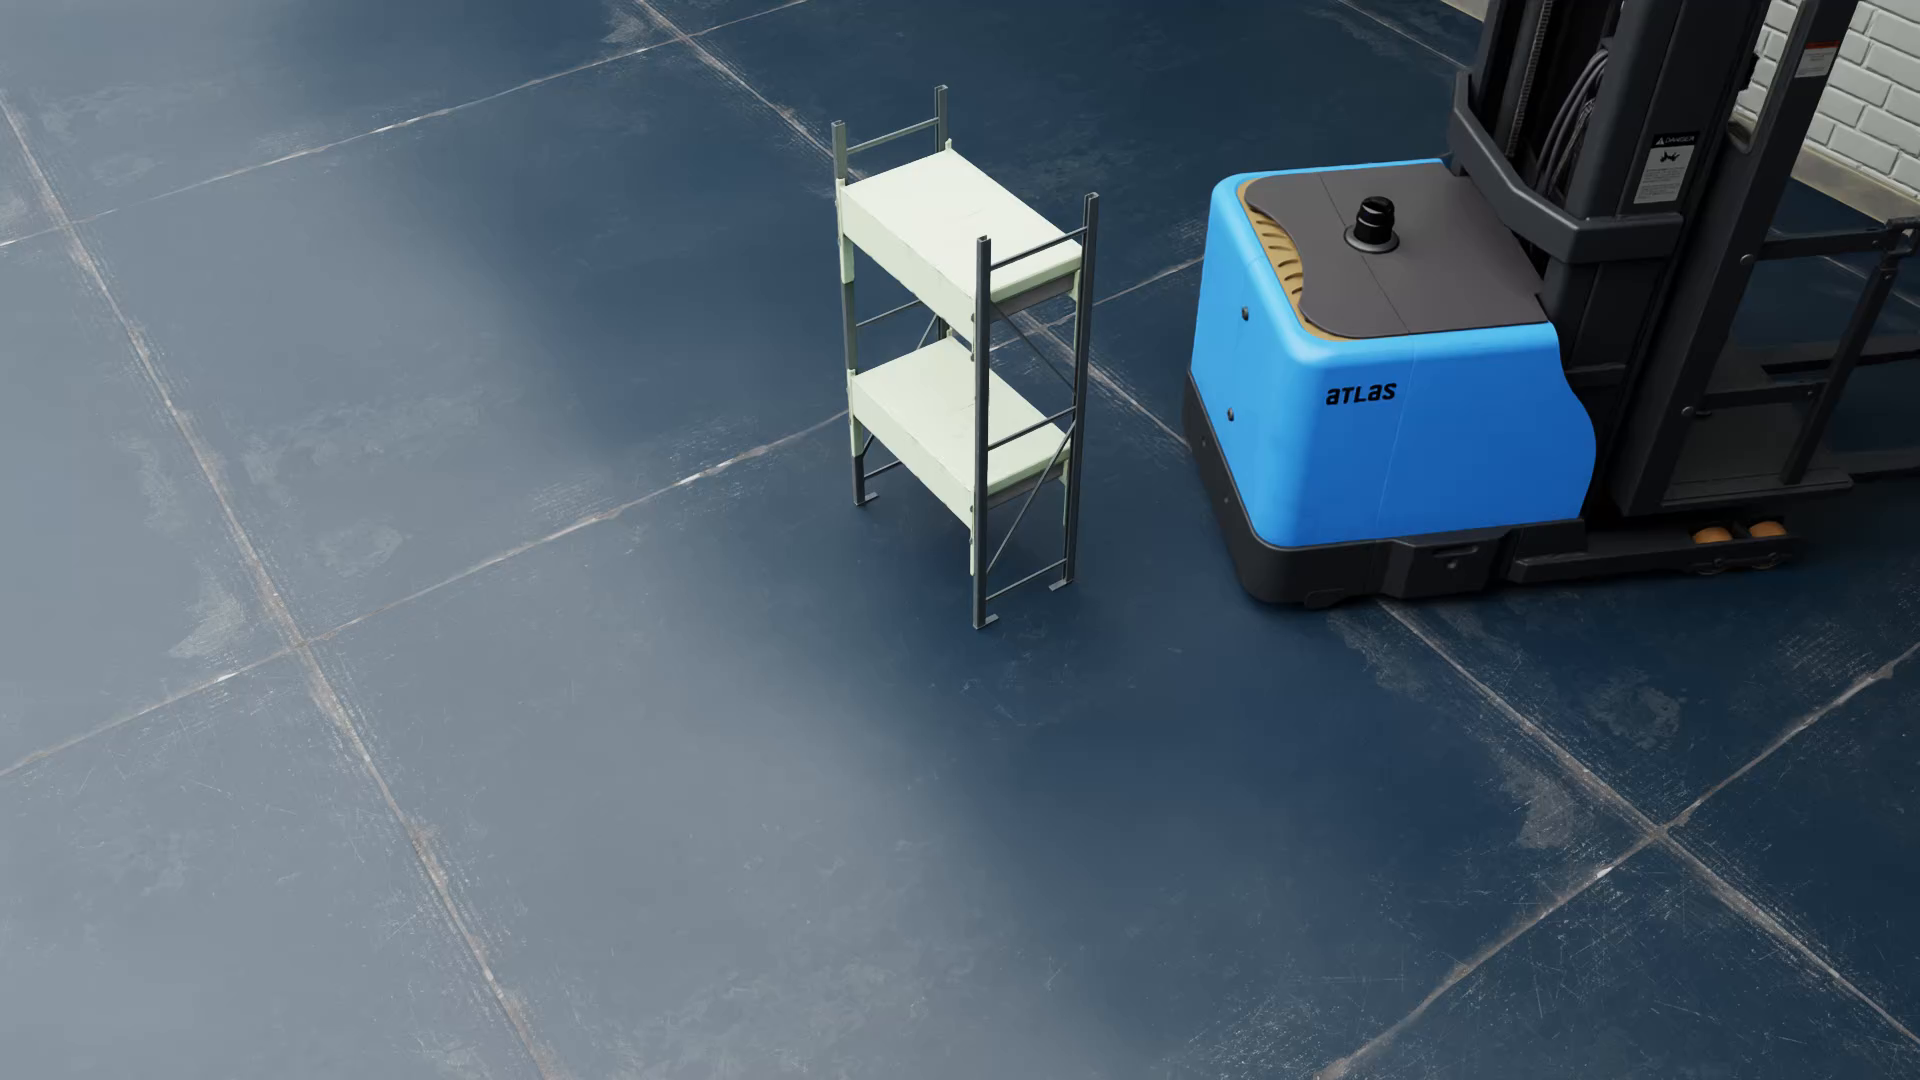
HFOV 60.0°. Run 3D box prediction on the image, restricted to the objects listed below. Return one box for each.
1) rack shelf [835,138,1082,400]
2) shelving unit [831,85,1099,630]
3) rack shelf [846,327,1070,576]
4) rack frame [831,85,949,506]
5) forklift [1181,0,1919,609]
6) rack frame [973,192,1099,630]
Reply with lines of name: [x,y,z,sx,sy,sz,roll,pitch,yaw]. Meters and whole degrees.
rack shelf: [0.004,-0.821,4.959,0.431,0.370,0.720,-26,49,-24]
shelving unit: [0.004,-0.539,5.228,0.431,1.500,0.755,-26,49,-24]
rack shelf: [0.004,-0.303,5.453,0.431,0.370,0.720,-26,49,-24]
rack frame: [-0.206,-0.746,5.445,0.400,1.500,0.023,-26,49,-24]
forklift: [2.372,-1.300,4.990,3.031,2.935,1.130,-6,44,-6]
rack frame: [0.213,-0.331,5.011,0.400,1.500,0.023,-26,49,-24]
